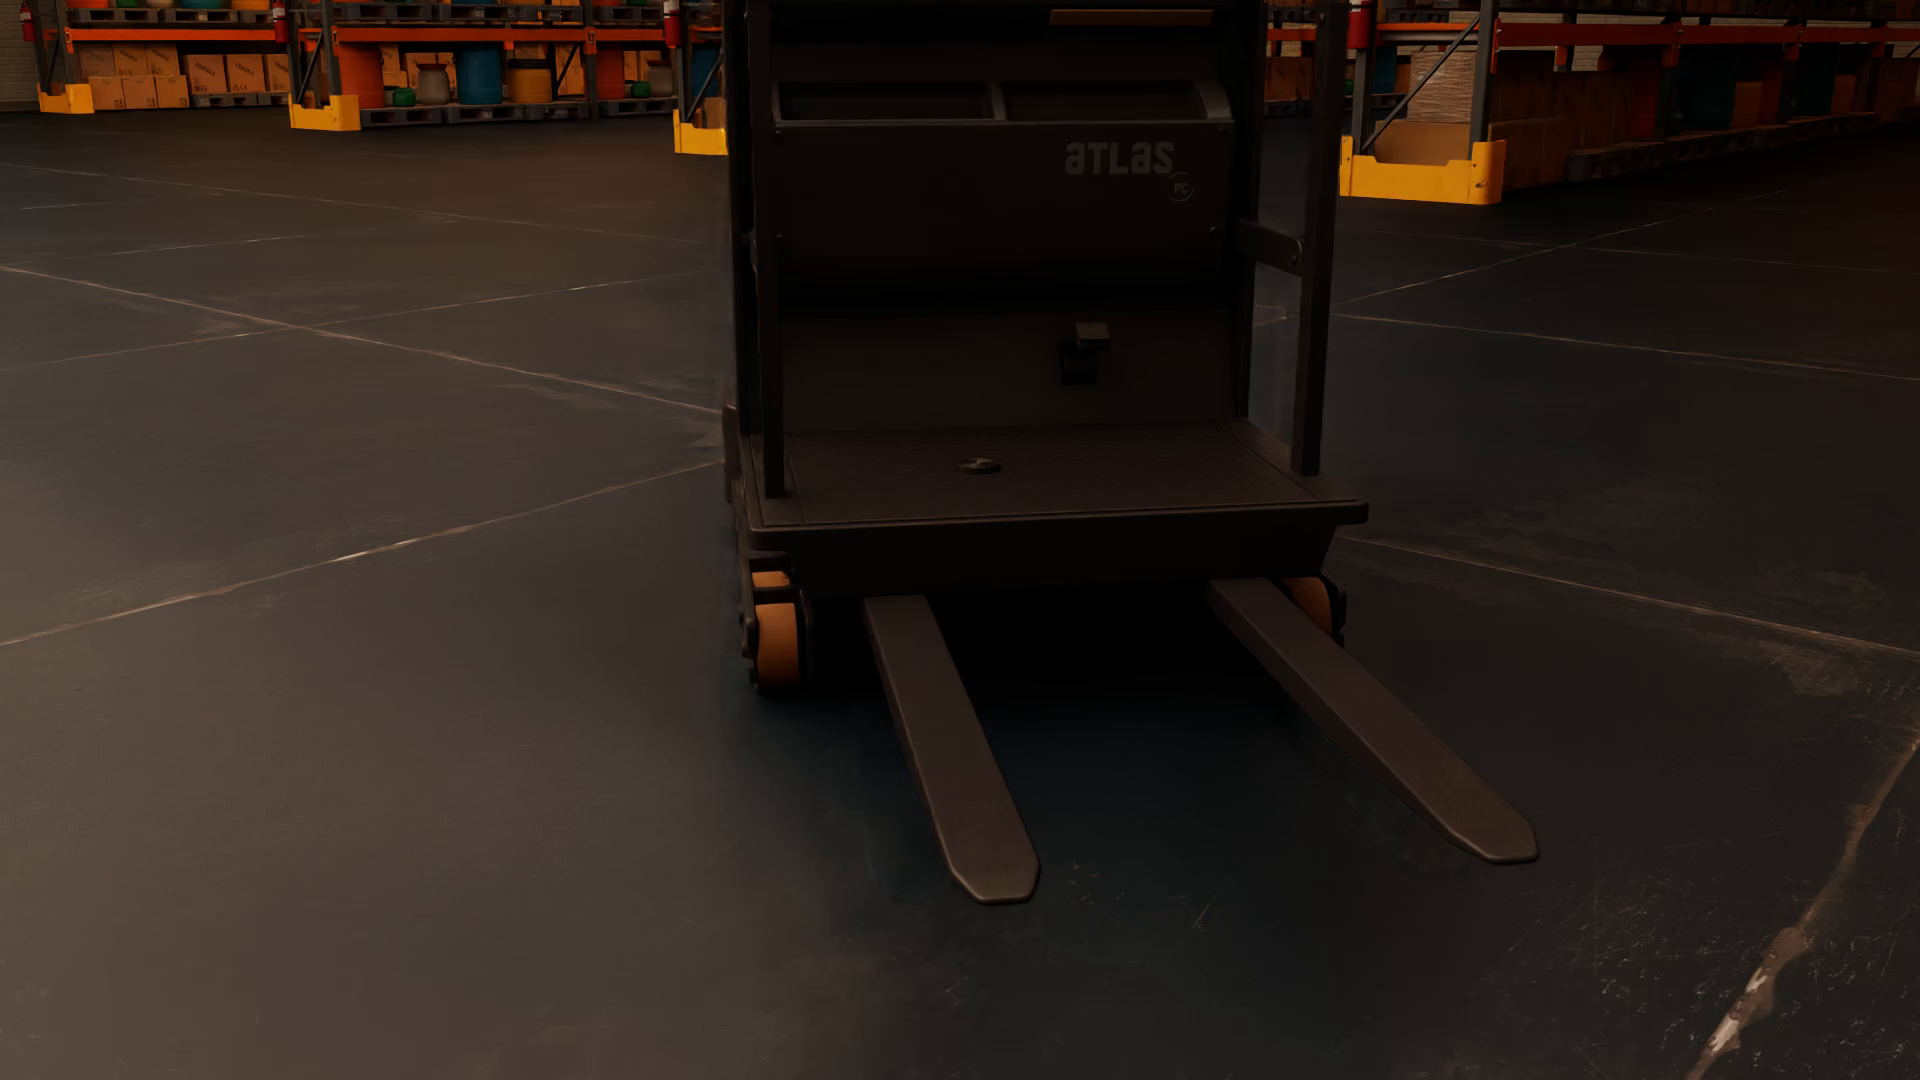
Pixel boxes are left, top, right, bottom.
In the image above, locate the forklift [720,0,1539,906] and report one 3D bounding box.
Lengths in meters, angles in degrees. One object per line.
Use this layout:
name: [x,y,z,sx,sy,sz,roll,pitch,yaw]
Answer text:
forklift: [0.114,-1.236,2.969,1.130,2.935,3.031,-3,17,-9]
